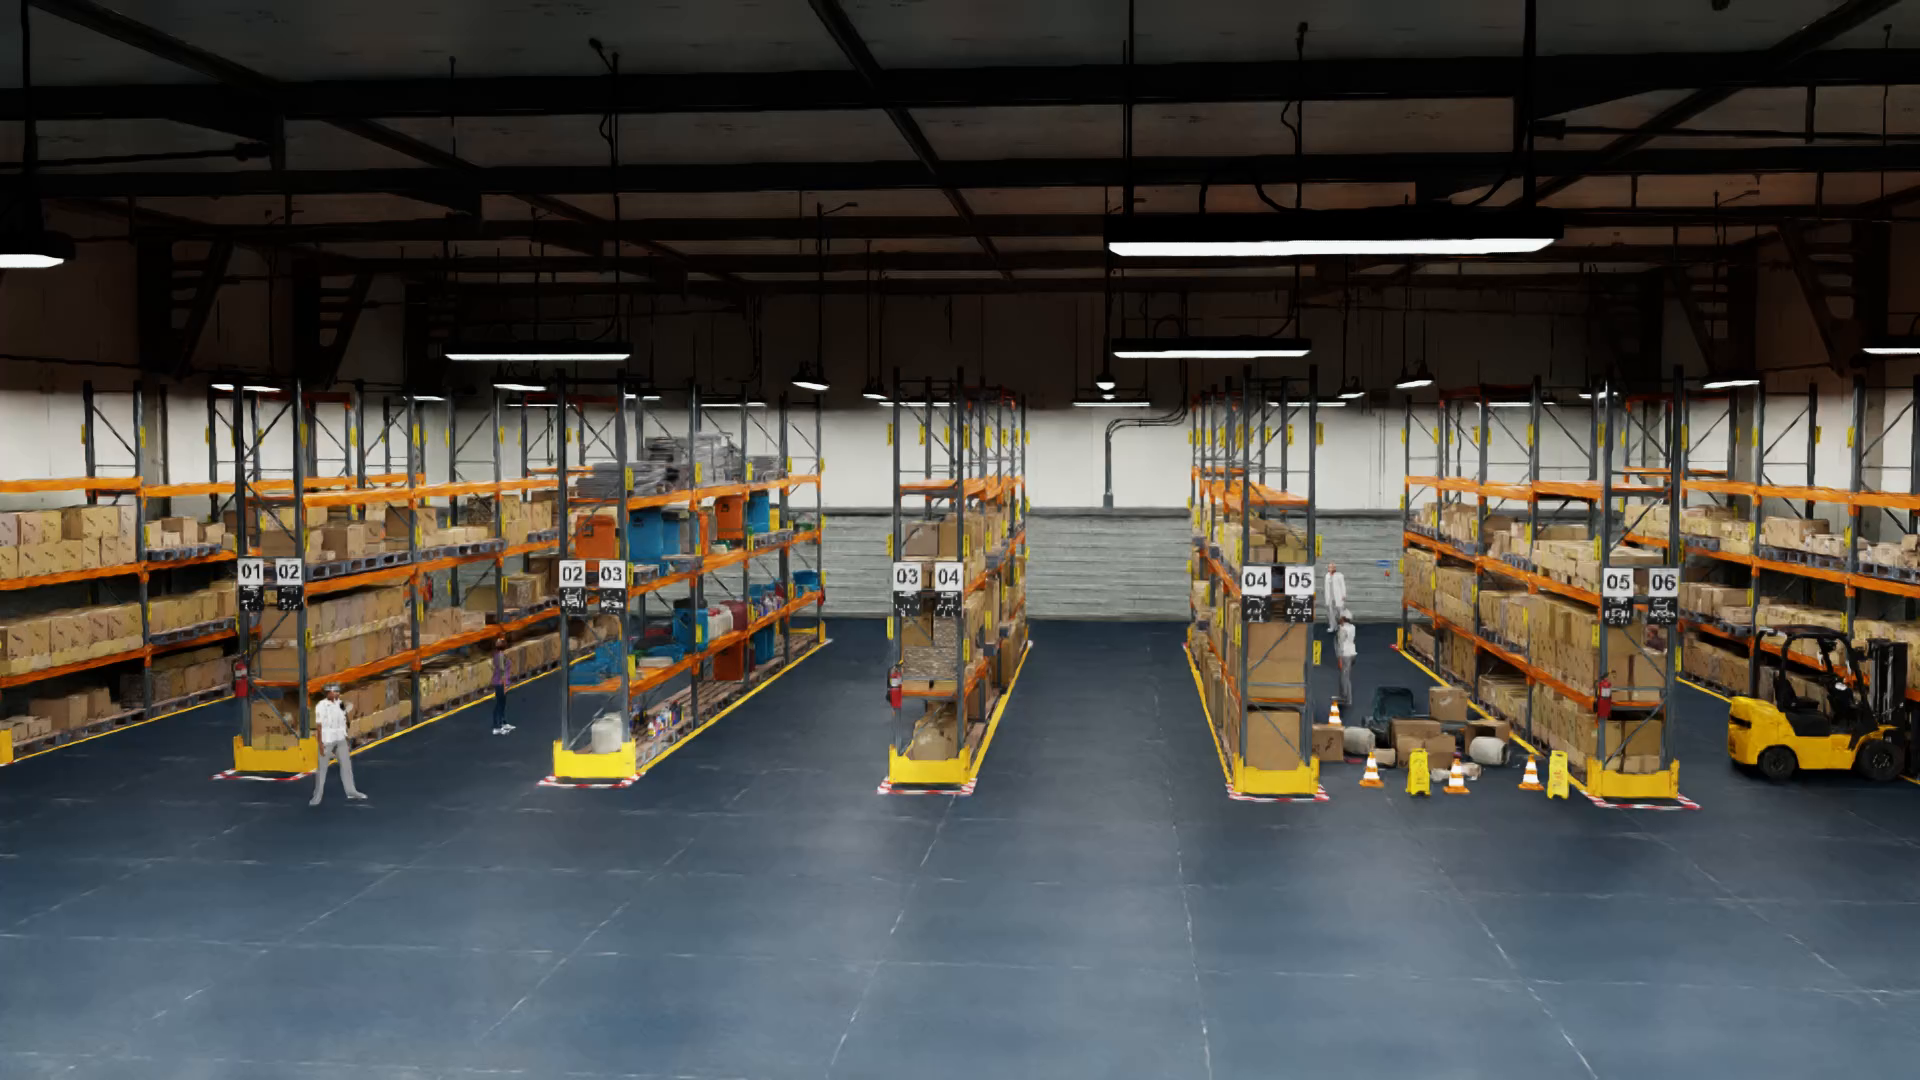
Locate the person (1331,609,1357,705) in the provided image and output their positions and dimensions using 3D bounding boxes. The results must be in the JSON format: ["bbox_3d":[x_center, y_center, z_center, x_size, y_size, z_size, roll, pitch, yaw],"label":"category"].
[{"bbox_3d":[7.144,2.174,31.060,0.494,1.775,0.578,2,4,35],"label":"person"}]

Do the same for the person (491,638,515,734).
[{"bbox_3d":[-7.722,2.466,28.091,0.409,1.561,0.464,-1,4,-23],"label":"person"}]

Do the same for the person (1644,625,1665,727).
[{"bbox_3d":[11.932,2.310,28.732,0.636,1.775,0.677,3,4,36],"label":"person"}]

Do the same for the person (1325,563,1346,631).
[{"bbox_3d":[9.693,1.463,42.834,0.612,1.767,0.622,3,5,41],"label":"person"}]

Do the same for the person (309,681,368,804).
[{"bbox_3d":[-8.539,2.743,22.714,0.518,1.676,0.679,3,4,36],"label":"person"}]
